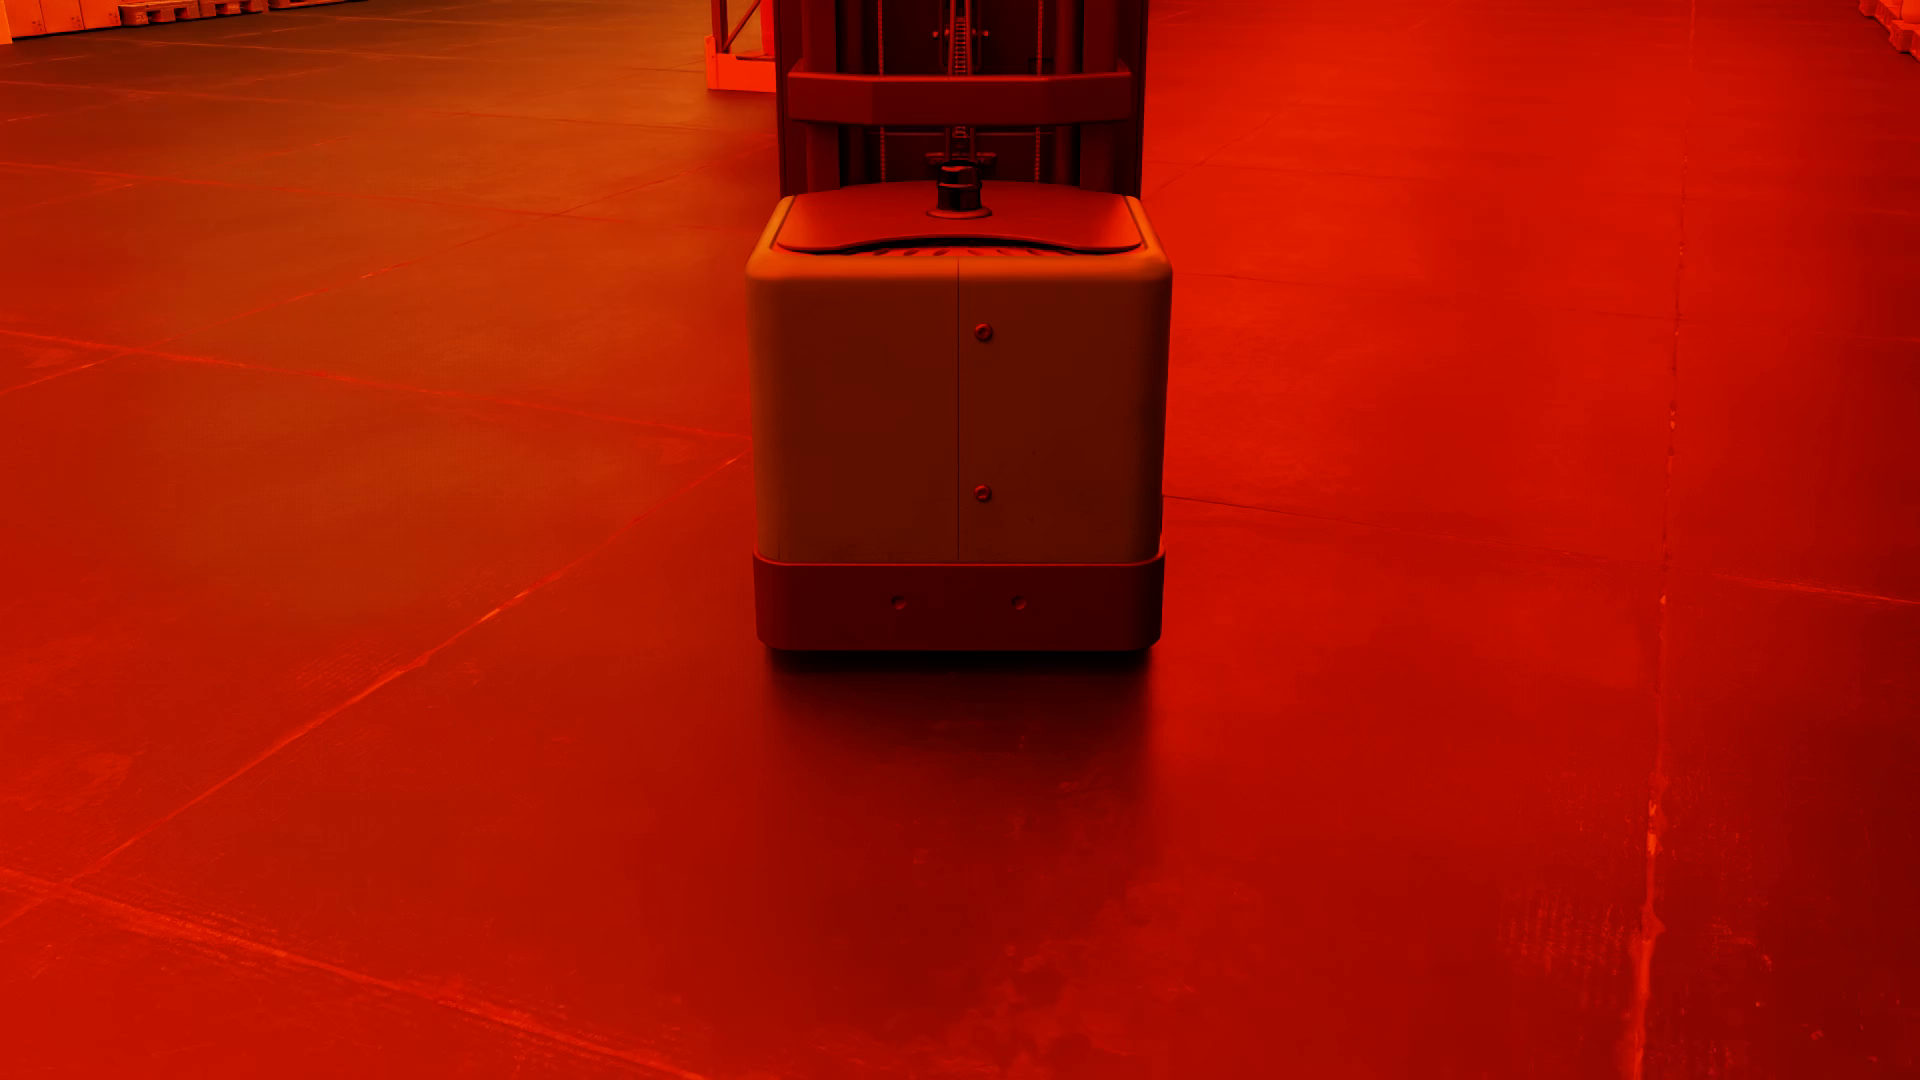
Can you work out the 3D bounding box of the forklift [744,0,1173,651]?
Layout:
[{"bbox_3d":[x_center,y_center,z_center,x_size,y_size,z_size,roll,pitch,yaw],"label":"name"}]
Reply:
[{"bbox_3d":[0.002,-1.587,5.089,1.130,2.935,3.031,0,23,0],"label":"forklift"}]
